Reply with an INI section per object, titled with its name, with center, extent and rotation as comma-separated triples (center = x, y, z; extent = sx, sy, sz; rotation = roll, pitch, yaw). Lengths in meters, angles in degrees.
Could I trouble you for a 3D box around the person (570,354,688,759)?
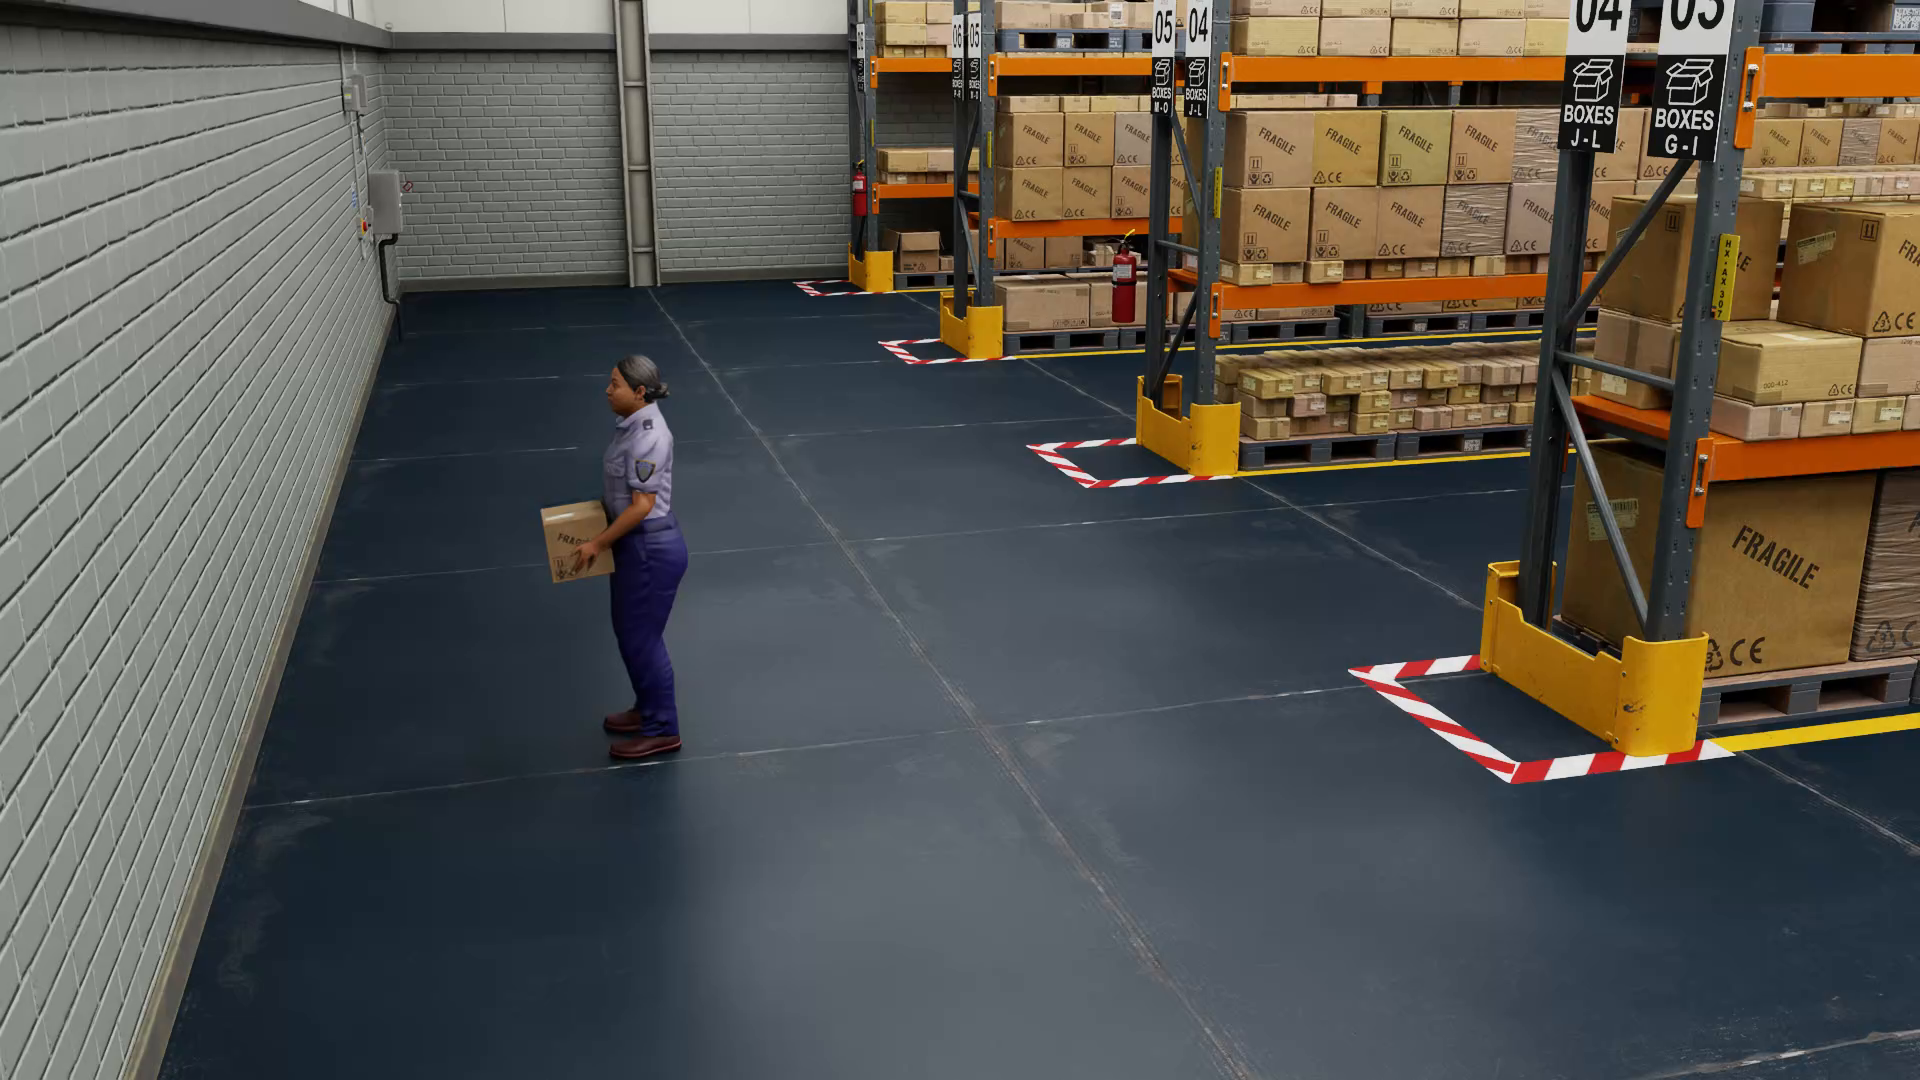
[person]
center = -1.384, 0.060, 6.832
extent = 0.441, 1.654, 0.487
rotation = -5, 17, -16
